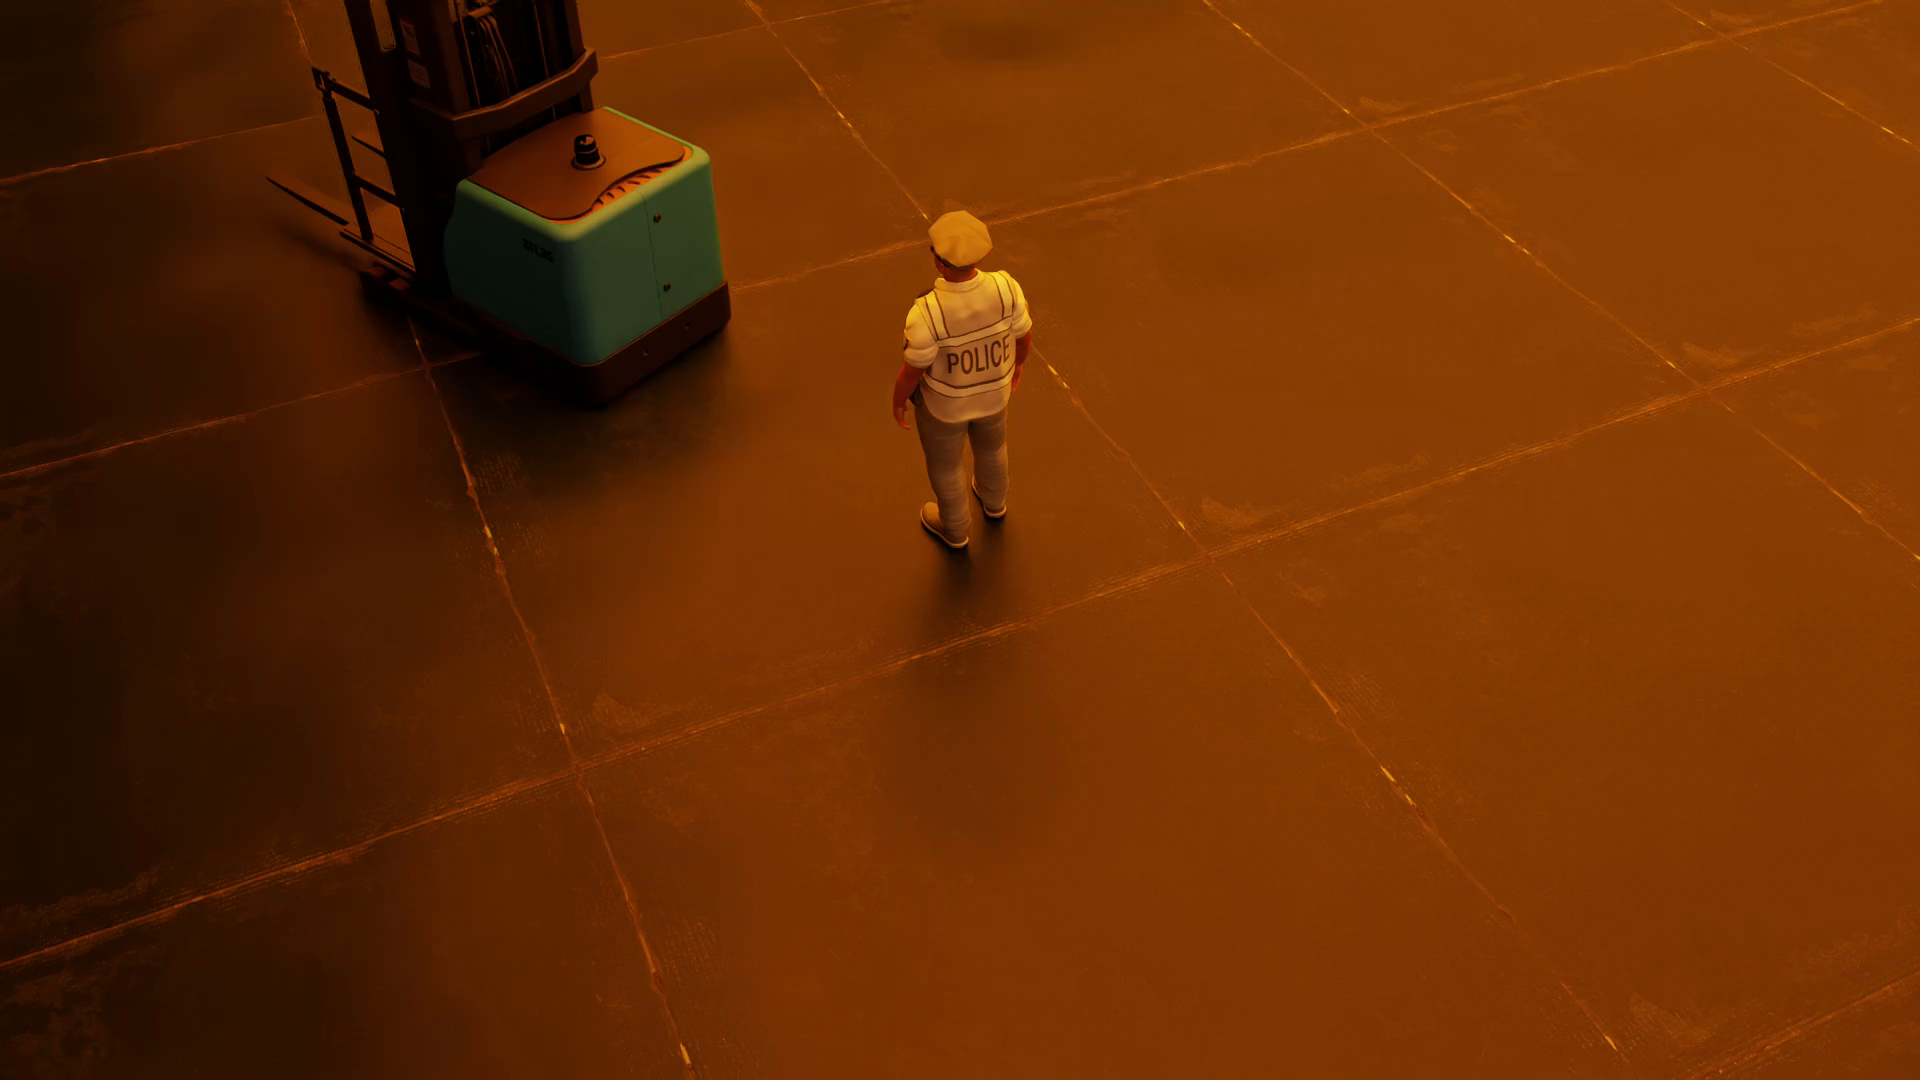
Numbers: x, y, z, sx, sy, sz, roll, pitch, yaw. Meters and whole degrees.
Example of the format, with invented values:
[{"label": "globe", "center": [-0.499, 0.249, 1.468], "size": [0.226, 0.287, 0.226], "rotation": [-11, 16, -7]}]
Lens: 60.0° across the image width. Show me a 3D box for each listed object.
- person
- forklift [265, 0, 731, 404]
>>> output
[{"label": "person", "center": [-0.022, -0.709, 7.270], "size": [0.641, 1.780, 0.574], "rotation": [-18, 46, -18]}, {"label": "forklift", "center": [-2.711, -2.605, 8.472], "size": [3.031, 2.935, 1.130], "rotation": [28, 50, 27]}]
